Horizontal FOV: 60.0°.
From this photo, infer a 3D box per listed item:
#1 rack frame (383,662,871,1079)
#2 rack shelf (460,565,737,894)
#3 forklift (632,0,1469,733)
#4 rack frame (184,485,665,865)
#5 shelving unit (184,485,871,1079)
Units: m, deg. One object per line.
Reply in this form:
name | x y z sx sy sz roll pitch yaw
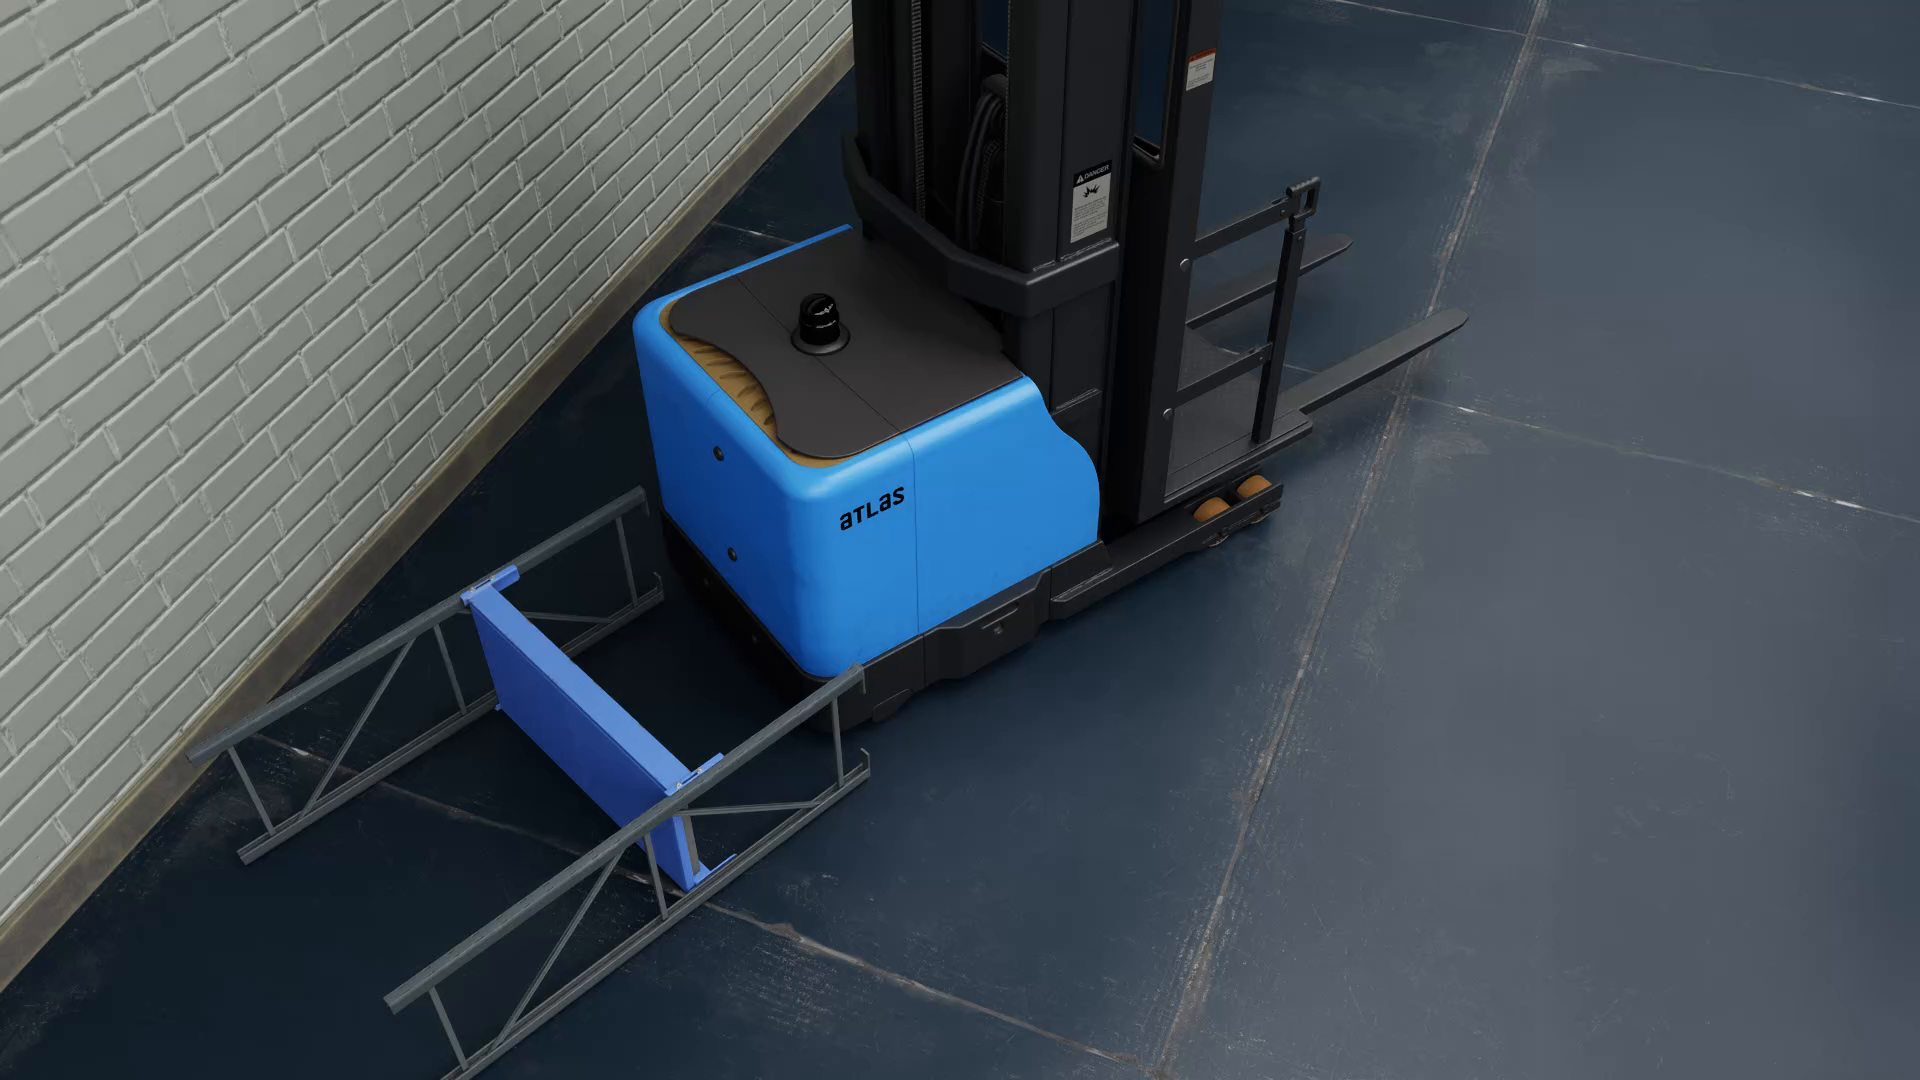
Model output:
rack frame | -0.817 0.896 4.468 1.500 0.500 0.032 -35 54 -30
rack shelf | -1.043 0.551 4.814 0.185 0.538 1.000 -35 54 -30
forklift | 0.505 -1.296 4.974 3.031 2.935 1.130 -27 51 -24
rack frame | -1.527 0.383 4.983 1.500 0.500 0.032 -35 54 -30
shelving unit | -1.172 0.640 4.725 1.500 0.538 1.048 -35 54 -30
